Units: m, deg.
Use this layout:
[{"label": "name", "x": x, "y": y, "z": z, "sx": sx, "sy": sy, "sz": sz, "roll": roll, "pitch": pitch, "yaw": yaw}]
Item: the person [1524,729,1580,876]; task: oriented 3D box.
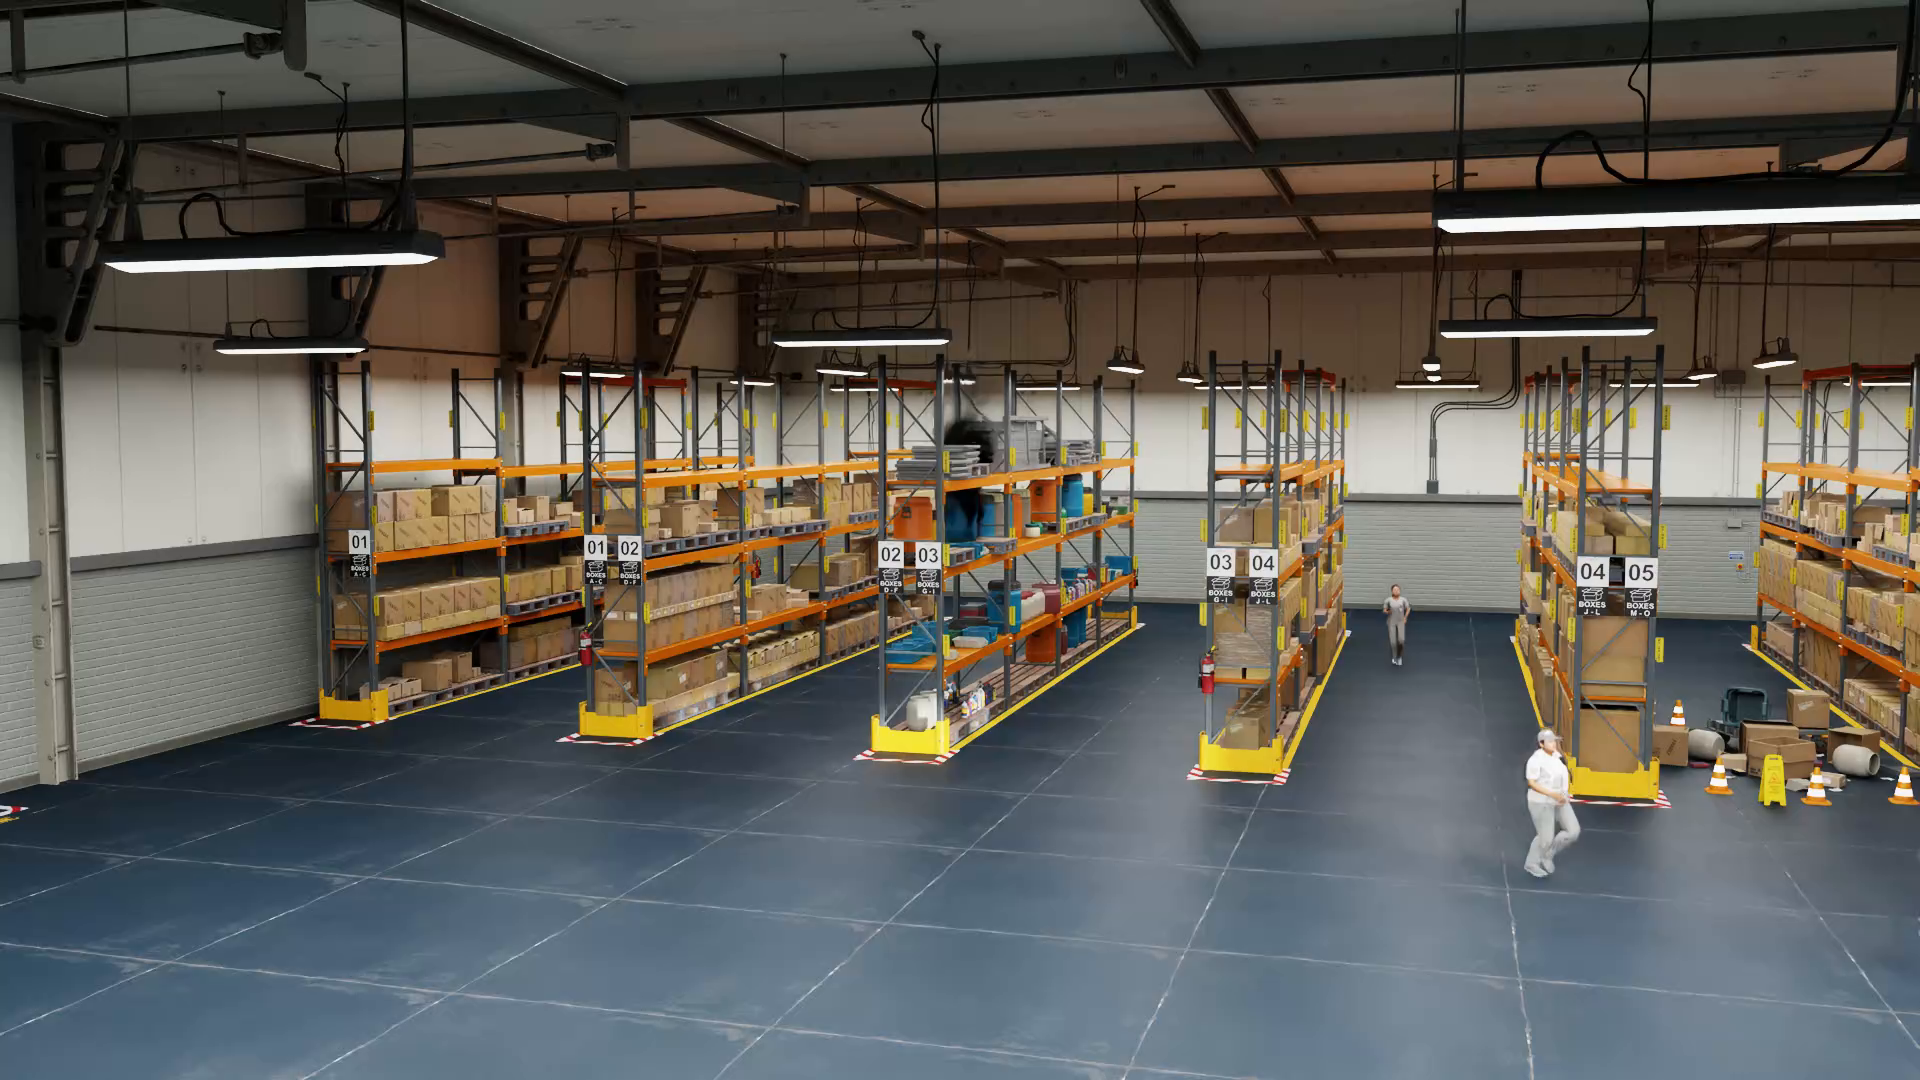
[{"label": "person", "x": 6.485, "y": 2.886, "z": 18.251, "sx": 0.618, "sy": 1.627, "sz": 0.570, "roll": -3, "pitch": 5, "yaw": -32}]

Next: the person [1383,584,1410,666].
[{"label": "person", "x": 8.928, "y": 1.744, "z": 34.019, "sx": 0.547, "sy": 1.667, "sz": 0.628, "roll": 1, "pitch": 4, "yaw": 13}]
